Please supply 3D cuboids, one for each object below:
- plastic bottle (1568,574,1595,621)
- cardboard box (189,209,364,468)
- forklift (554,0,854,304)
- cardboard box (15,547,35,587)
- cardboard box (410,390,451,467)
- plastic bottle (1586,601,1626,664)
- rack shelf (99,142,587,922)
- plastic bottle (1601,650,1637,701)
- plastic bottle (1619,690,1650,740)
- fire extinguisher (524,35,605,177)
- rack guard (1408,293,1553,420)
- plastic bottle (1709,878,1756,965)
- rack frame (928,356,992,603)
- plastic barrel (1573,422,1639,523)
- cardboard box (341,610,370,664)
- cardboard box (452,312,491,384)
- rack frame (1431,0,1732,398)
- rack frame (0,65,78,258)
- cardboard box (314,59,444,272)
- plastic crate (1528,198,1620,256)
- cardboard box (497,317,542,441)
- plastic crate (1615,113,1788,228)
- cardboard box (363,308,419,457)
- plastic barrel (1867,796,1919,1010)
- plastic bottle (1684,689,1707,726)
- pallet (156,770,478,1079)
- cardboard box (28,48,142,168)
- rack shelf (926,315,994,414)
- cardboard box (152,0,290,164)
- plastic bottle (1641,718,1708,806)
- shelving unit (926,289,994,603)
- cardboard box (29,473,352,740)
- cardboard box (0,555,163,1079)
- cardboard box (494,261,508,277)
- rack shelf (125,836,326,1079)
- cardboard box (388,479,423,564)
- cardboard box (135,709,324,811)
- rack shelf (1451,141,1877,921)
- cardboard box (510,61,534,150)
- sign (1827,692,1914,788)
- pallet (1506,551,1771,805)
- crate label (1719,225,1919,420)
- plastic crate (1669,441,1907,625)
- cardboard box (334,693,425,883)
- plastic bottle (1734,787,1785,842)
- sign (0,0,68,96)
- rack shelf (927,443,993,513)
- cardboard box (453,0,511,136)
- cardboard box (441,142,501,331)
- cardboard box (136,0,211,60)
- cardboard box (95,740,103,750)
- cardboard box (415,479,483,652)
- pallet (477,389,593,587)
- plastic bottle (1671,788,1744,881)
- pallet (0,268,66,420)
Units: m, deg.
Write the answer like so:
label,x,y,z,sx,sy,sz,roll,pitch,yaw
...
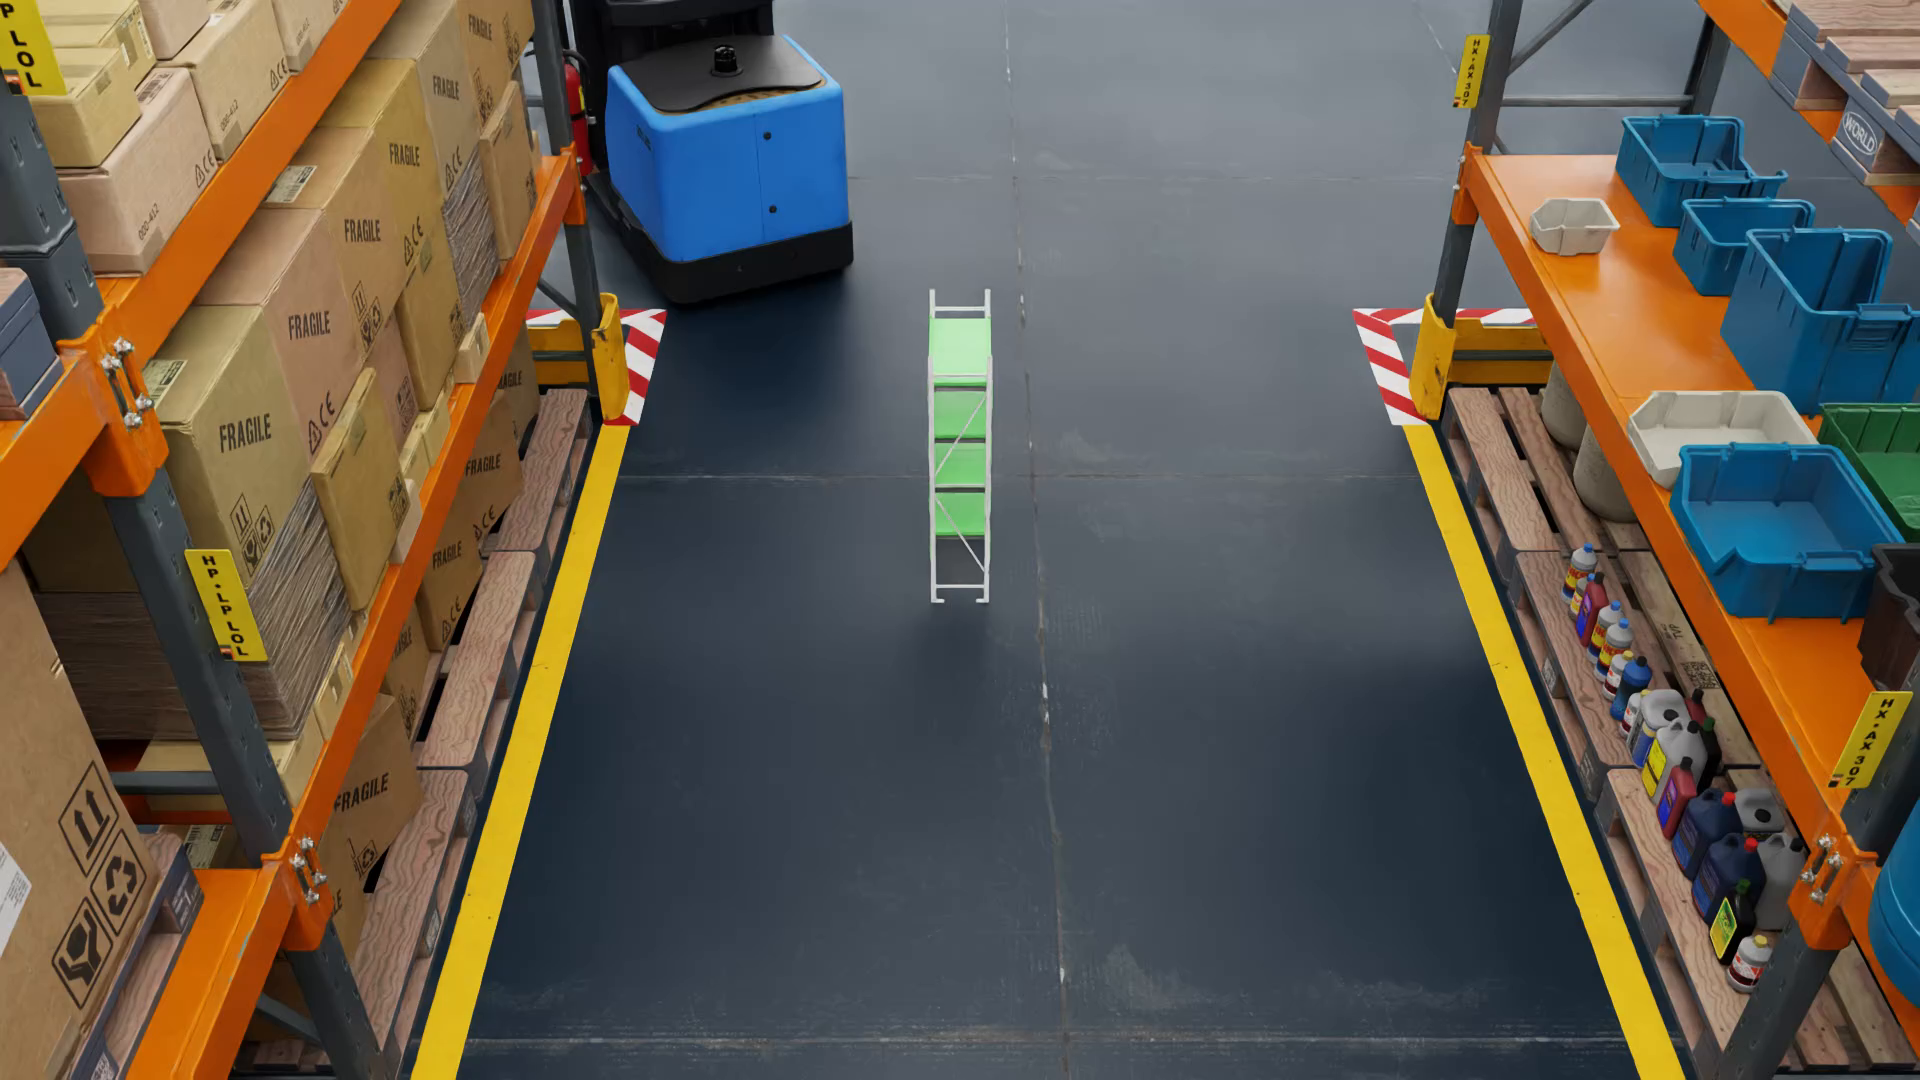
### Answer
label,x,y,z,sx,sy,sz,roll,pitch,yaw
plastic bottle,2.436,0.218,6.465,0.097,0.201,0.097,0,39,0
cardboard box,-1.951,-0.535,4.402,0.500,0.500,0.500,0,39,0
forklift,-1.678,-3.292,9.014,1.130,2.935,3.031,-17,42,-20
cardboard box,-2.479,-0.222,4.011,0.500,0.500,0.500,0,39,0
cardboard box,-1.917,-0.370,5.514,0.380,0.149,0.250,0,39,0
plastic bottle,2.436,0.341,6.256,0.097,0.271,0.097,0,39,0
rack shelf,-2.205,-0.366,5.883,1.077,0.370,4.000,0,39,0
plastic bottle,2.437,0.492,6.123,0.097,0.201,0.097,0,39,0
plastic bottle,2.437,0.621,5.962,0.097,0.201,0.097,0,39,0
fire extinguisher,-1.747,-1.939,7.333,0.296,0.674,0.183,0,39,0
rack guard,2.793,-0.878,7.946,1.175,0.500,0.348,0,39,0
plastic bottle,2.420,1.188,5.189,0.061,0.283,0.133,2,39,2
rack frame,0.000,-0.212,6.555,0.240,1.200,0.015,0,39,0
plastic barrel,2.823,-0.369,6.965,0.421,0.512,0.421,0,39,0
cardboard box,-1.918,0.255,4.734,0.380,0.149,0.250,0,39,0
cardboard box,-1.894,-0.683,5.905,0.380,0.149,0.250,0,39,0
rack frame,2.745,-1.901,7.223,1.000,3.000,0.127,0,39,0
rack frame,-2.203,-1.737,2.221,1.000,3.000,0.127,0,39,0
cardboard box,-1.963,-1.161,5.182,0.500,0.500,0.500,0,39,0
plastic crate,2.425,-1.238,6.607,0.298,0.136,0.250,0,39,0
cardboard box,-2.224,-0.695,7.382,0.500,0.500,0.500,7,39,8
plastic crate,3.045,-1.530,6.879,0.499,0.251,0.616,0,39,0
cardboard box,-2.208,-0.458,5.105,0.875,0.500,0.500,0,39,0
plastic barrel,2.448,0.647,3.643,0.600,0.901,0.708,0,39,0
plastic bottle,2.571,0.662,5.845,0.061,0.283,0.133,0,39,0
pallet,-2.239,1.272,5.493,1.003,0.211,1.213,0,39,0
cardboard box,-1.895,-0.867,3.335,0.380,0.149,0.250,-1,39,-1
rack shelf,0.000,-0.689,6.485,0.258,0.148,0.480,0,39,0
cardboard box,-1.953,-1.120,3.971,0.500,0.250,0.500,0,39,0
plastic bottle,2.460,0.738,5.697,0.144,0.351,0.185,0,39,0
shelving unit,0.000,-0.365,6.746,0.258,1.200,0.503,0,39,0
cardboard box,-2.142,0.168,4.324,0.875,0.500,0.500,0,39,0
cardboard box,-2.342,0.703,3.158,1.000,1.000,1.000,0,39,0
cardboard box,-1.964,-1.152,6.490,0.380,0.149,0.250,0,39,0
rack shelf,-2.201,2.136,2.762,1.077,0.370,4.000,0,39,0
cardboard box,-1.887,-0.058,5.124,0.380,0.149,0.250,0,39,0
cardboard box,-1.902,0.568,4.344,0.380,0.149,0.250,0,39,0
rack shelf,2.748,-0.369,5.887,1.077,0.370,4.000,0,39,0
cardboard box,-2.234,-1.708,6.665,0.875,0.500,0.500,0,39,0
sign,2.200,0.486,4.023,0.100,0.325,0.005,0,39,0
pallet,2.787,0.504,6.452,1.003,0.211,1.213,0,39,0
crate label,3.018,-0.764,5.776,0.502,0.435,0.616,0,39,0
plastic crate,2.477,-0.033,5.012,0.499,0.251,0.616,0,39,0
cardboard box,-2.172,0.807,5.507,0.500,0.500,0.500,12,40,14
plastic bottle,2.609,0.953,5.488,0.152,0.276,0.135,0,39,0
sign,-1.648,-0.924,2.878,0.100,0.325,0.005,0,39,0
rack shelf,0.000,-0.315,6.786,0.258,0.148,0.480,0,39,0
cardboard box,-1.953,-1.786,5.963,0.500,0.500,0.500,0,39,0
cardboard box,-2.156,-1.083,5.885,0.875,0.500,0.500,0,39,0
cardboard box,-1.943,-1.204,3.756,0.380,0.149,0.250,0,39,0
cardboard box,-2.497,0.568,4.343,0.380,0.149,0.250,0,39,0
cardboard box,-2.207,0.070,6.427,0.500,0.500,0.500,3,39,4
pallet,-2.242,-0.253,7.397,1.003,0.211,1.213,0,39,0
plastic bottle,2.461,0.940,5.445,0.144,0.351,0.185,-2,39,-2
pallet,-2.309,-0.107,2.736,1.213,0.211,1.003,0,39,0
